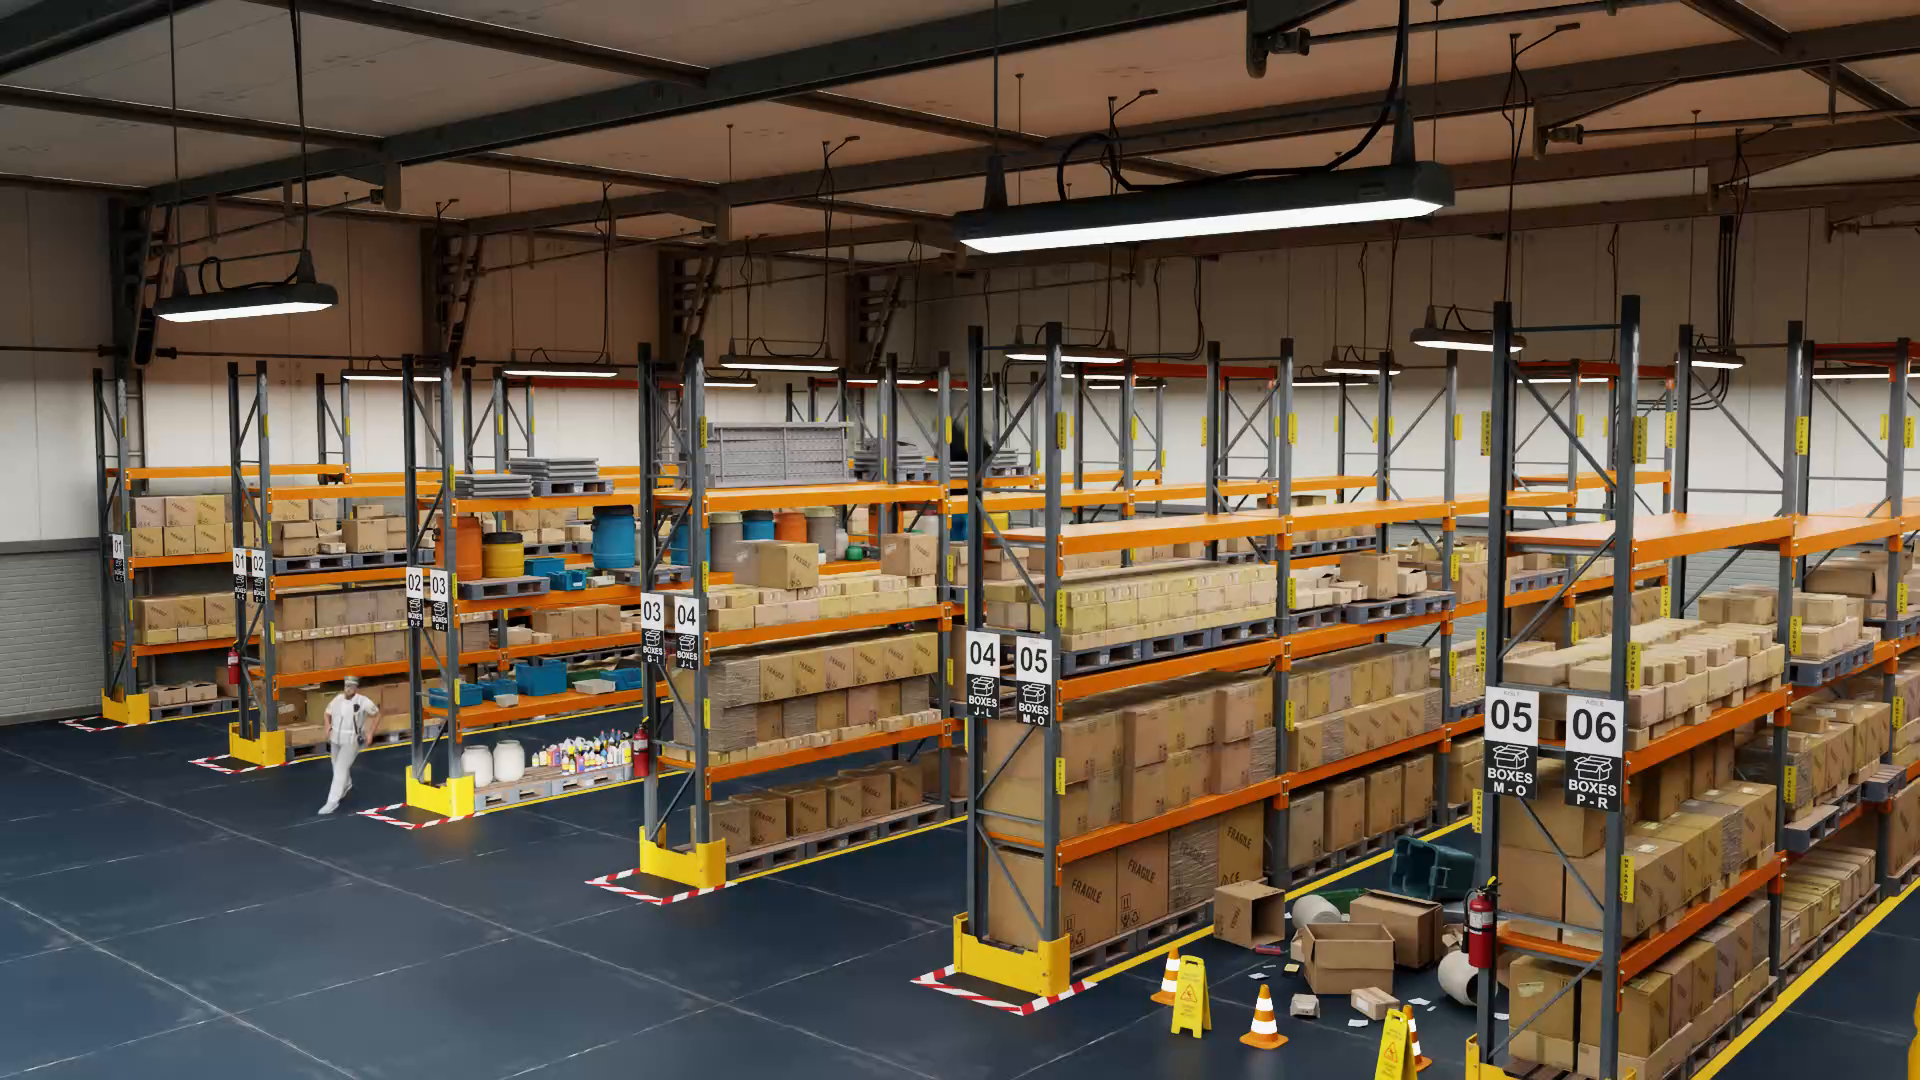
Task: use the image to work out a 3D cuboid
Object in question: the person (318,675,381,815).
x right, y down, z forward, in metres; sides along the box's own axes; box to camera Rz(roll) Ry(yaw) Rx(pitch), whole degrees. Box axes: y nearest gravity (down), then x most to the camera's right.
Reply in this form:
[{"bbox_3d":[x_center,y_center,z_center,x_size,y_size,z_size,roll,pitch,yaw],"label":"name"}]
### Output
[{"bbox_3d":[-8.121,2.667,22.010,0.739,1.779,0.939,1,4,12],"label":"person"}]
